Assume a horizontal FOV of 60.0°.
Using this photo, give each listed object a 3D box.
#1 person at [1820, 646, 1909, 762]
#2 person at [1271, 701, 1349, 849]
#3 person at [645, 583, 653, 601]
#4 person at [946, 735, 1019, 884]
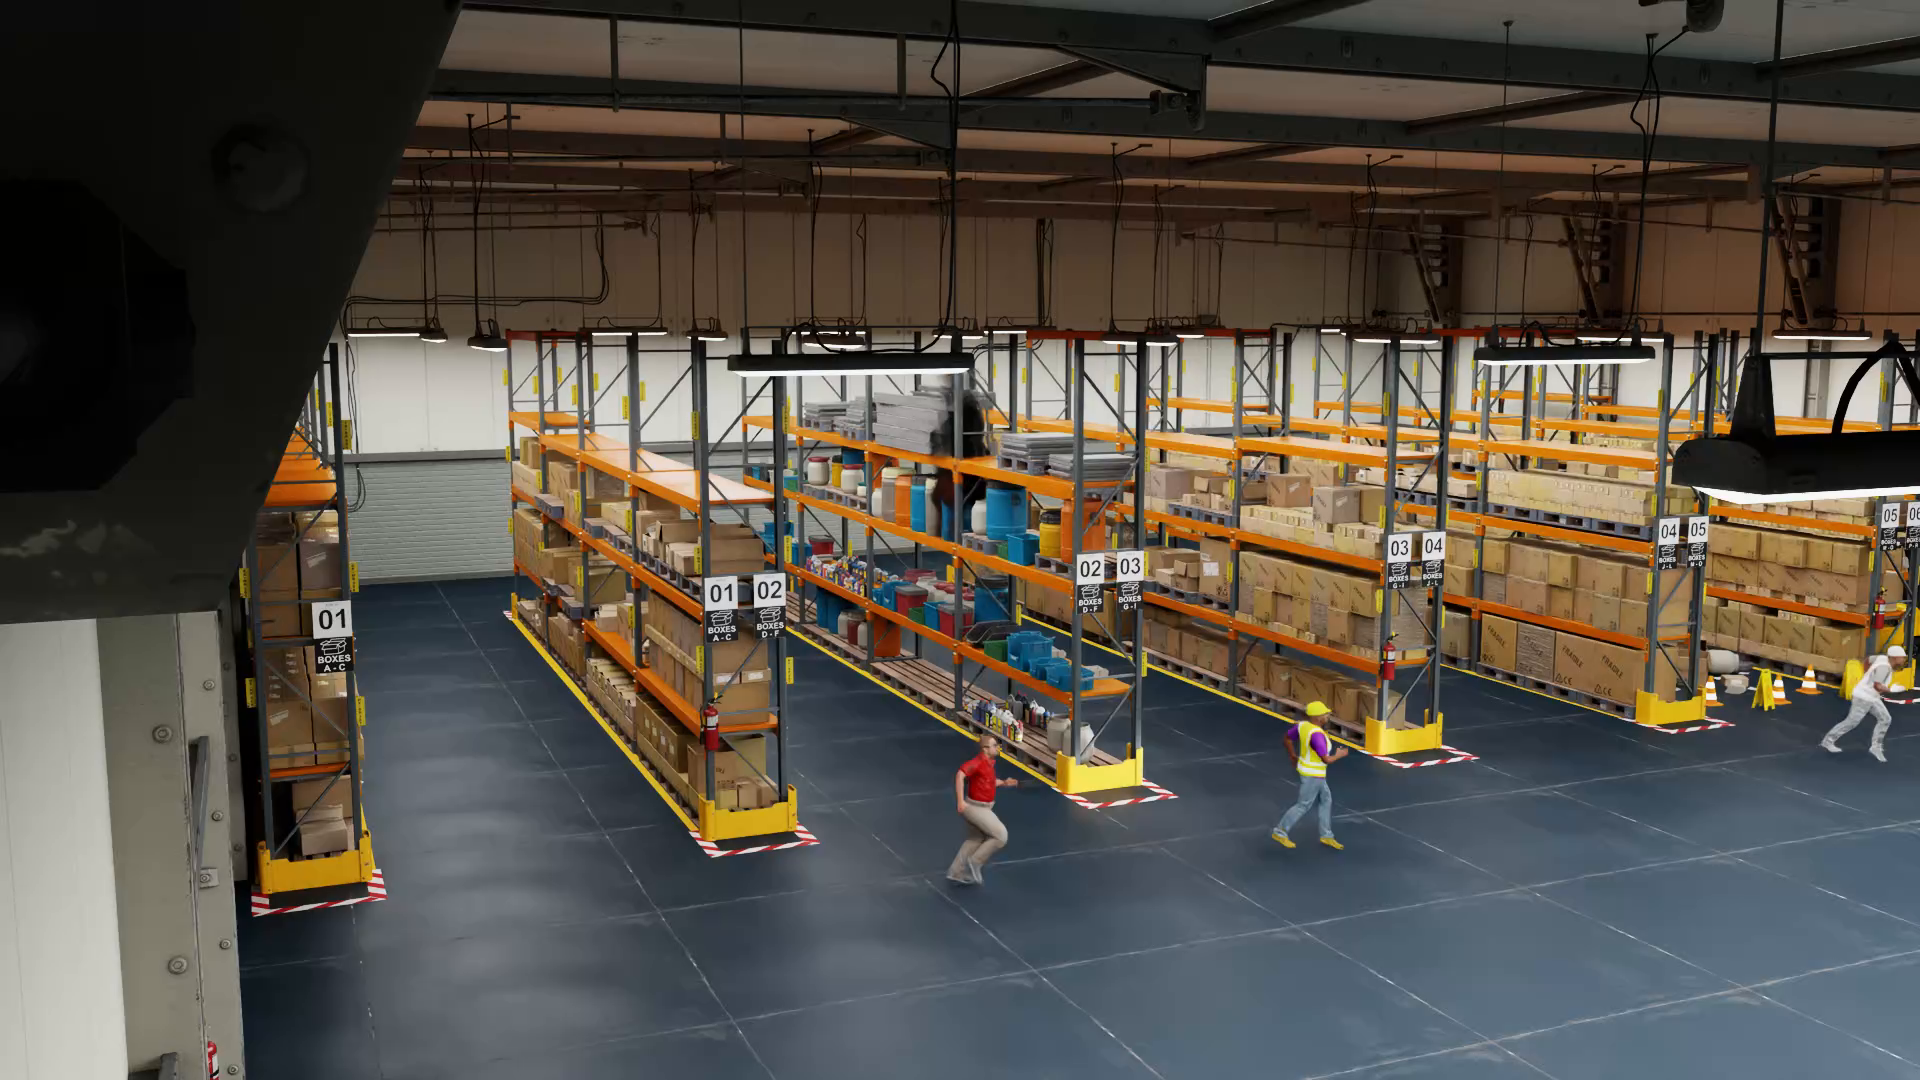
[{"bbox_3d":[12.885,2.316,23.701,1.017,1.724,0.728,5,9,31],"label":"person"},{"bbox_3d":[4.119,2.786,19.572,0.897,1.803,0.681,0,8,-1],"label":"person"},{"bbox_3d":[-6.620,0.841,34.635,0.552,1.575,0.598,-7,10,-42],"label":"person"},{"bbox_3d":[0.244,2.990,18.387,0.793,1.678,0.700,1,8,7],"label":"person"}]
